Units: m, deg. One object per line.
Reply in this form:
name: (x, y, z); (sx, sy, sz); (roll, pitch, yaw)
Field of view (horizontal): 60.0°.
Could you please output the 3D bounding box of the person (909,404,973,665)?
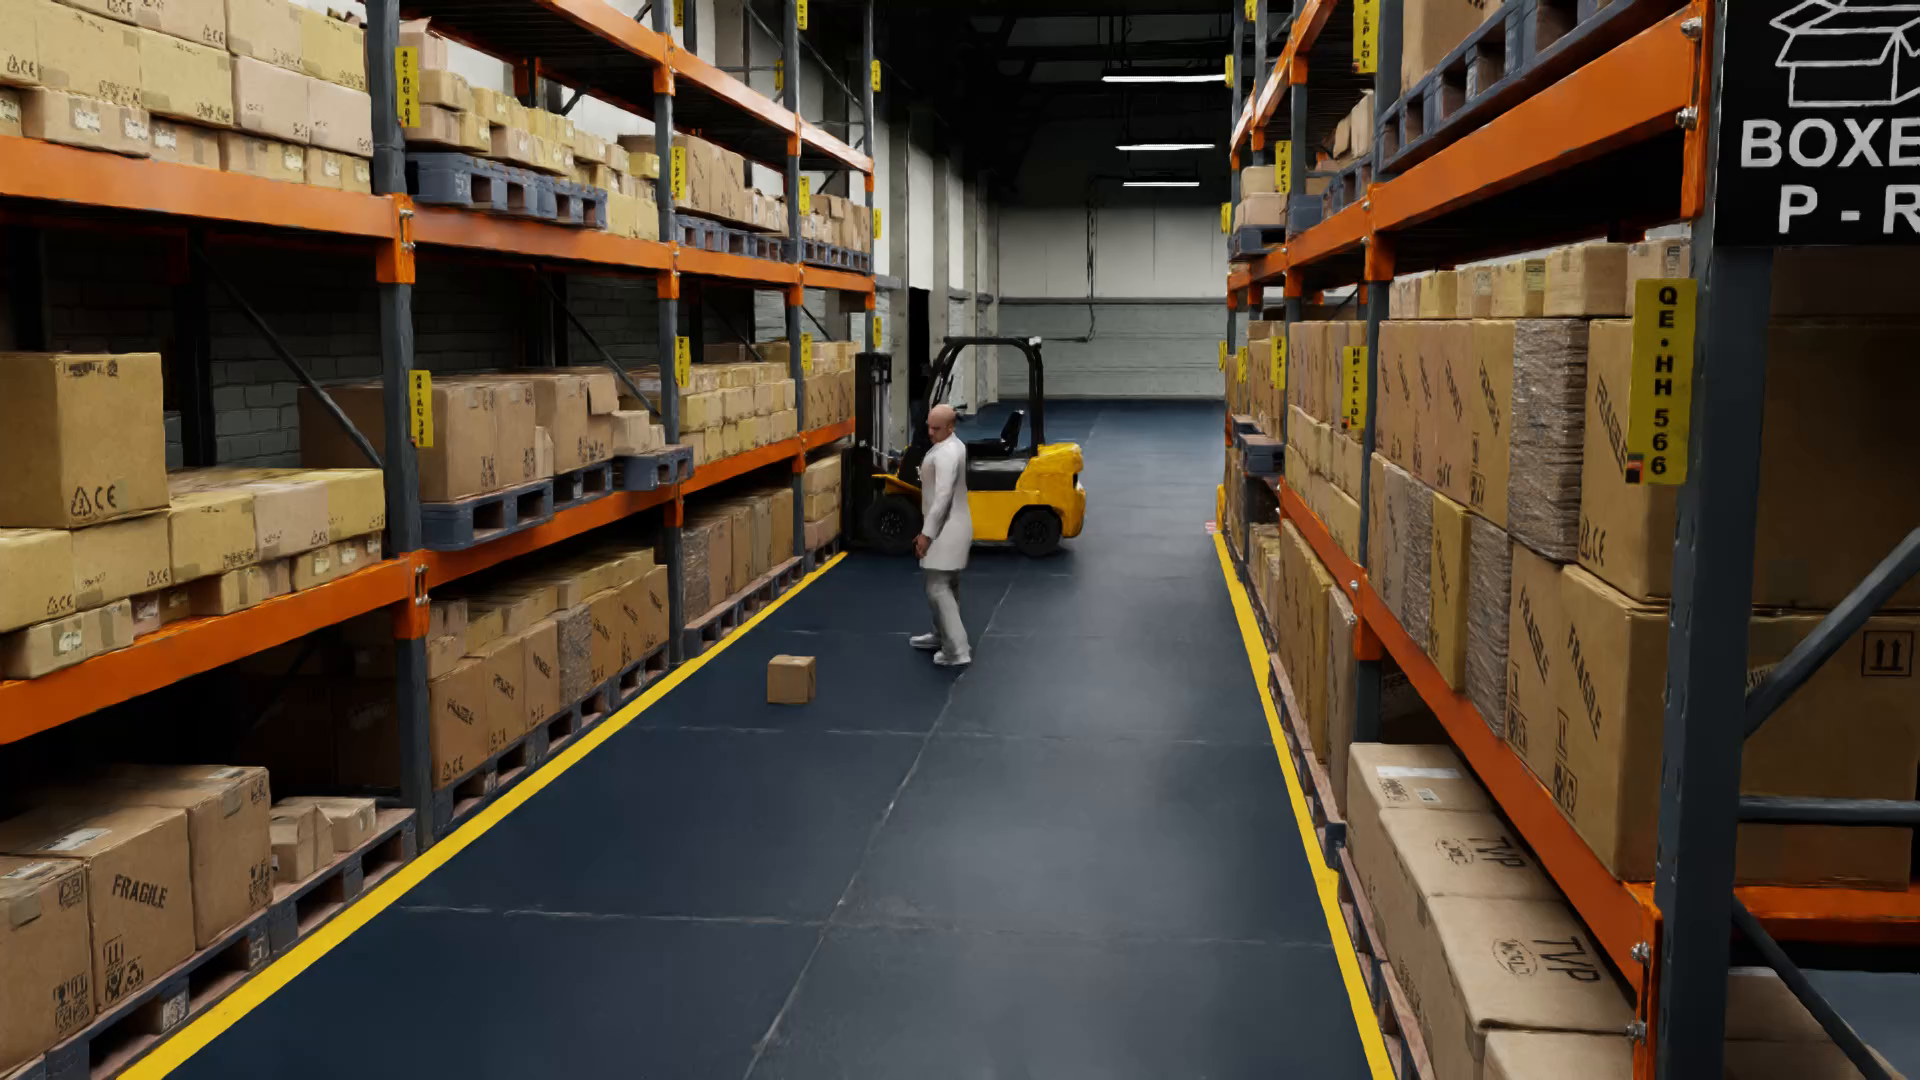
person: (-0.157, -0.049, 11.343); (0.609, 1.766, 0.683); (2, 8, 18)
